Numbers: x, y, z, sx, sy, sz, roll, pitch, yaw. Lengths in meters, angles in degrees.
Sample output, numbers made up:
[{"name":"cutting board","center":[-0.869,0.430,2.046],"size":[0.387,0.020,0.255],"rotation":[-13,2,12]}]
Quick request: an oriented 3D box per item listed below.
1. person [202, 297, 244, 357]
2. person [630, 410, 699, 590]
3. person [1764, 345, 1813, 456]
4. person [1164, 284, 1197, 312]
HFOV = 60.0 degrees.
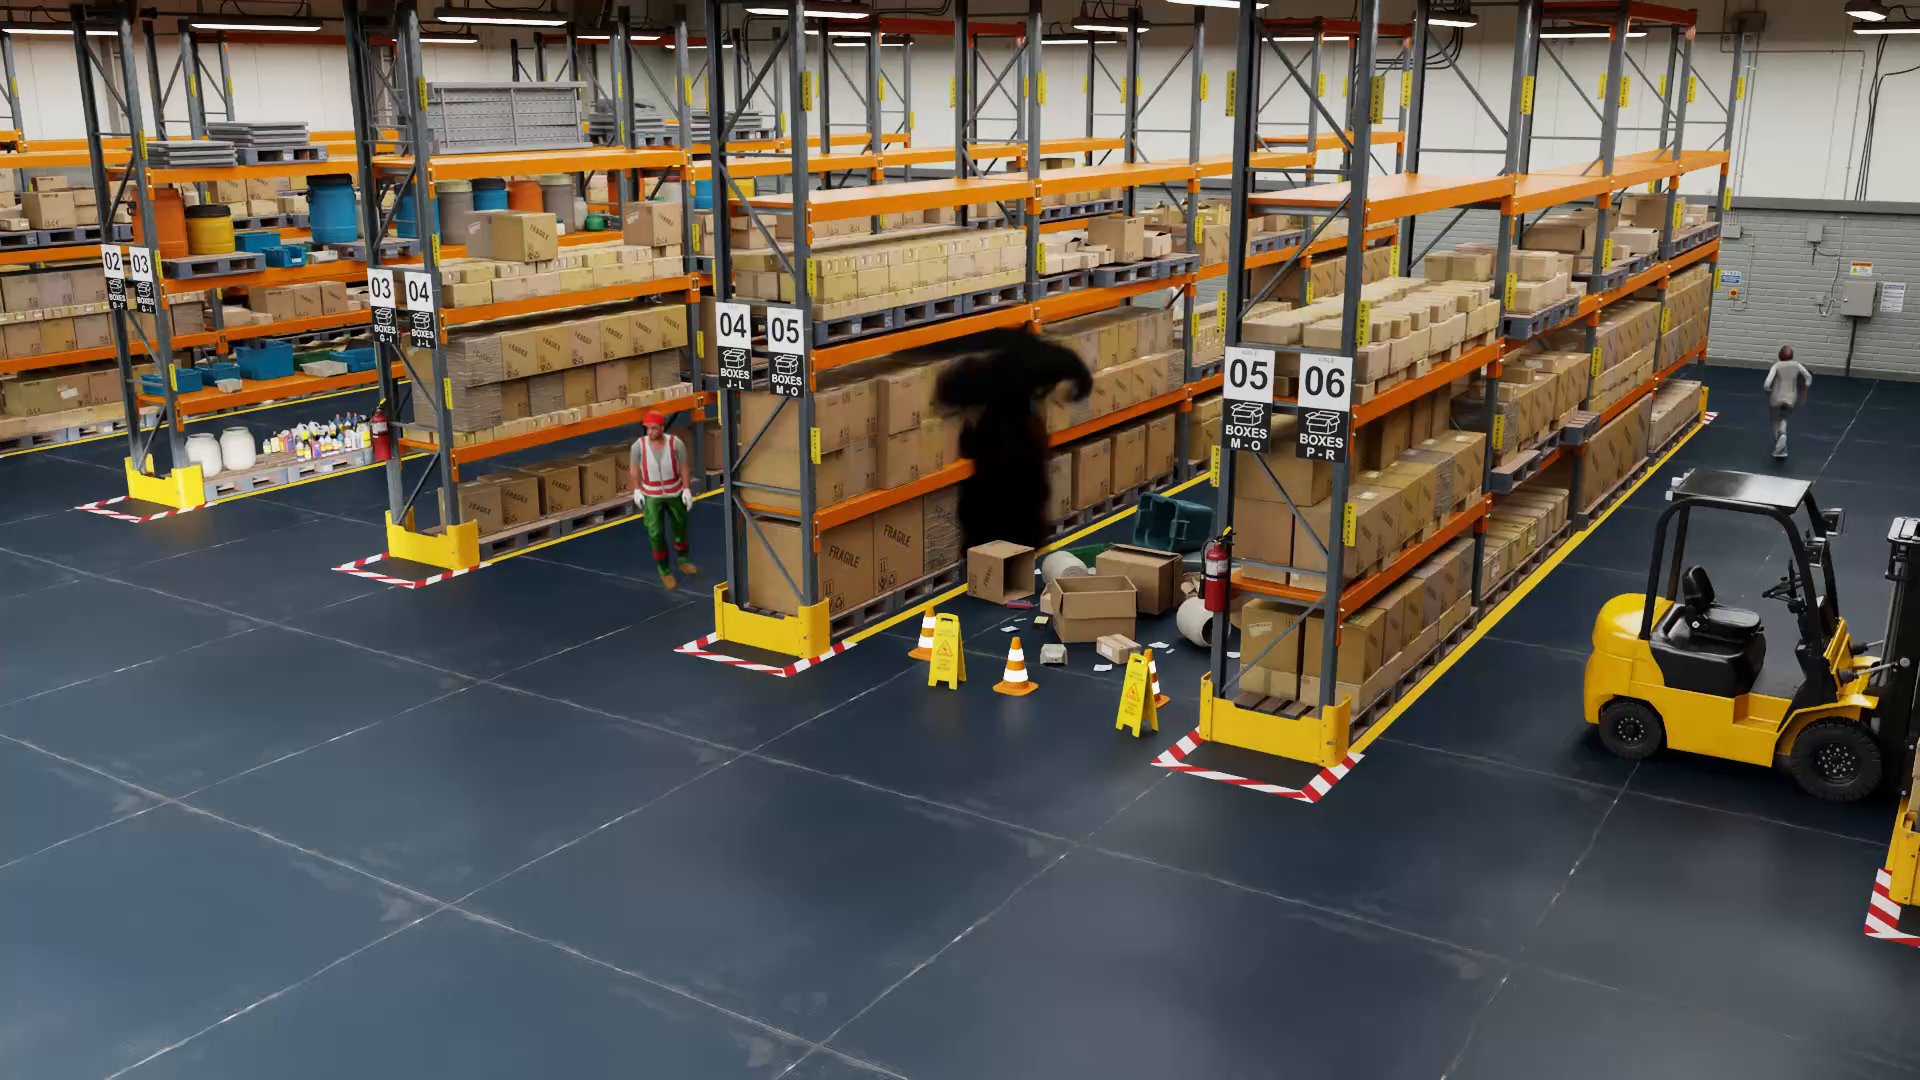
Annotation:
[{"name":"person","center":[-12.849,-3.556,29.225],"size":[0.637,1.499,0.802],"rotation":[3,16,11]},{"name":"person","center":[-2.924,-0.430,16.440],"size":[0.626,1.788,0.581],"rotation":[-4,16,-15]},{"name":"person","center":[11.592,-1.952,23.358],"size":[0.611,1.553,0.501],"rotation":[3,16,11]},{"name":"person","center":[4.089,-4.106,30.711],"size":[0.672,1.769,0.648],"rotation":[-1,16,-4]}]
